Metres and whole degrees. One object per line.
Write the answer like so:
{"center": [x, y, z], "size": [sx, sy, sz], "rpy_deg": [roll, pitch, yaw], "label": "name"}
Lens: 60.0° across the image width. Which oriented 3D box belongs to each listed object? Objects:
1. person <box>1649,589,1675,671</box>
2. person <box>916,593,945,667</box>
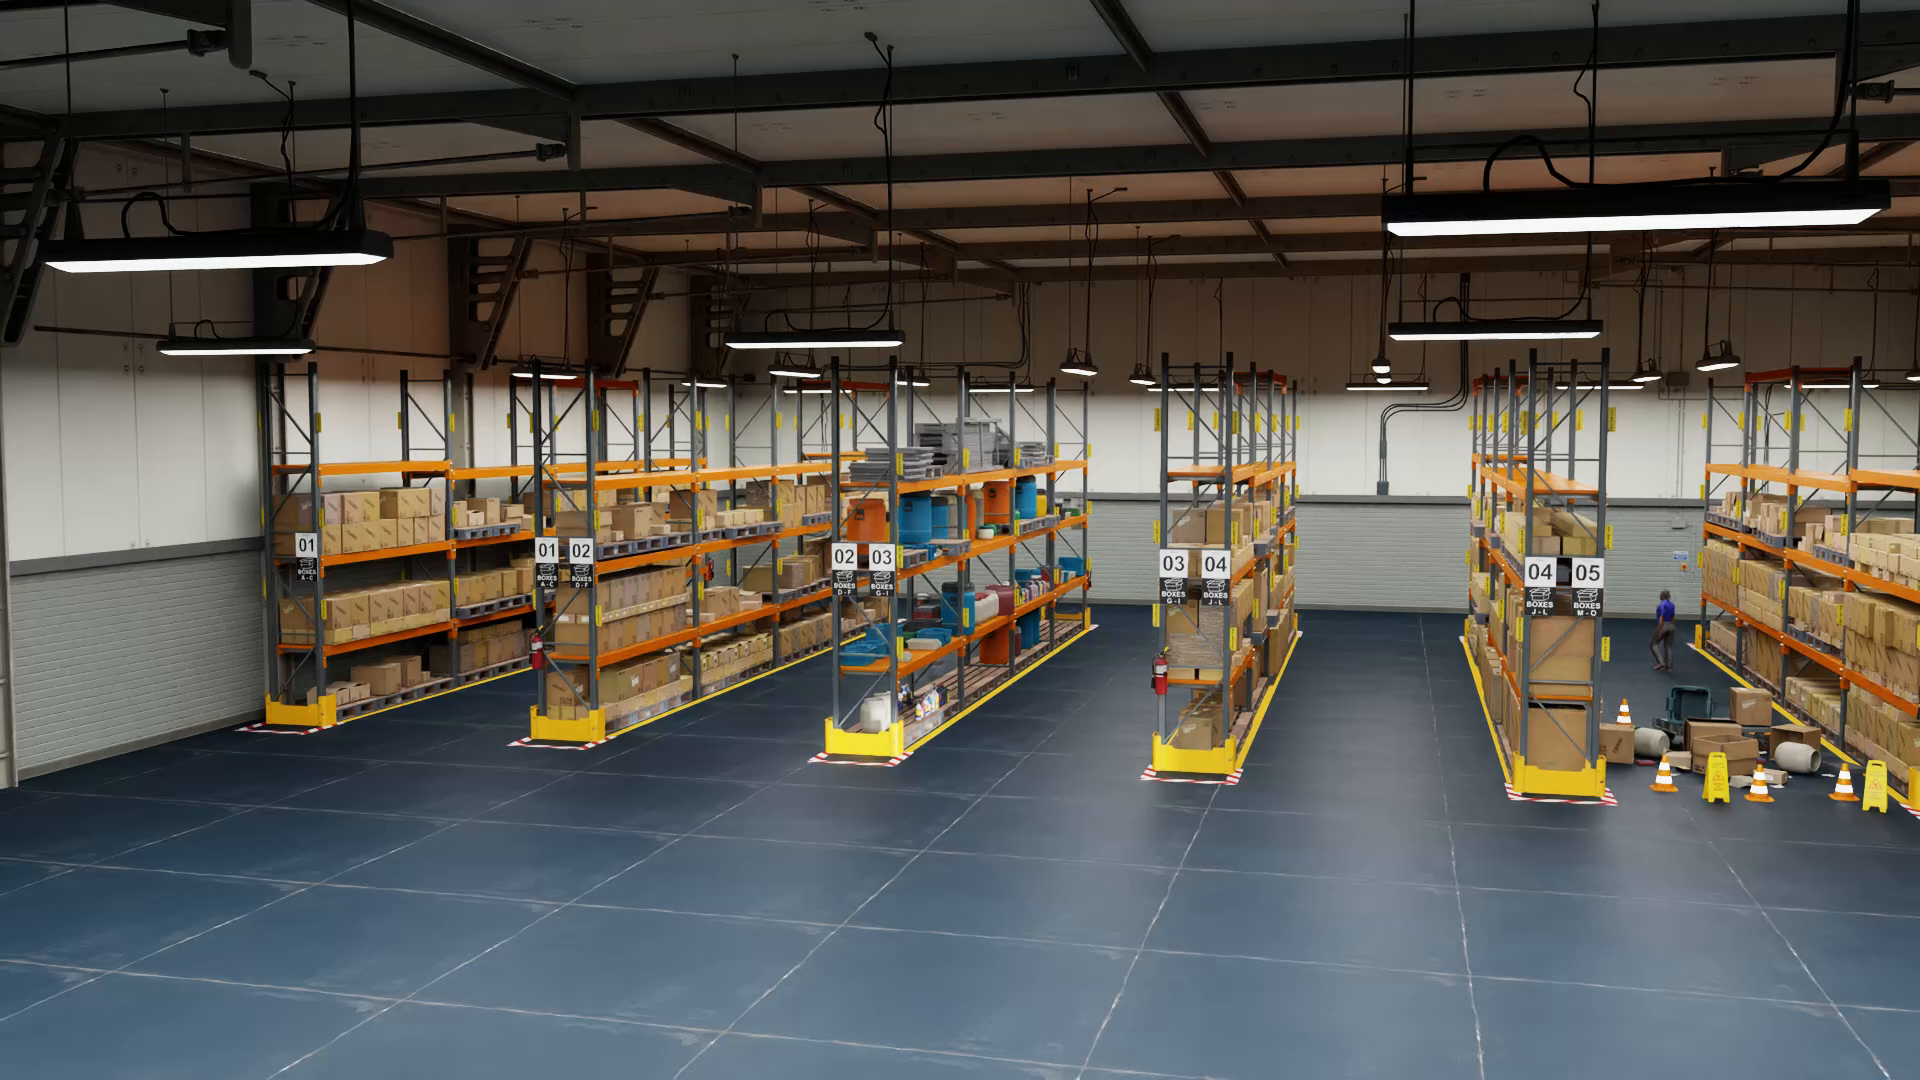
{"center": [14.182, 1.816, 33.473], "size": [0.479, 1.649, 0.438], "rpy_deg": [-1, 4, -19], "label": "person"}
{"center": [-0.777, 1.746, 32.274], "size": [0.981, 1.448, 0.503], "rpy_deg": [1, 4, 10], "label": "person"}
